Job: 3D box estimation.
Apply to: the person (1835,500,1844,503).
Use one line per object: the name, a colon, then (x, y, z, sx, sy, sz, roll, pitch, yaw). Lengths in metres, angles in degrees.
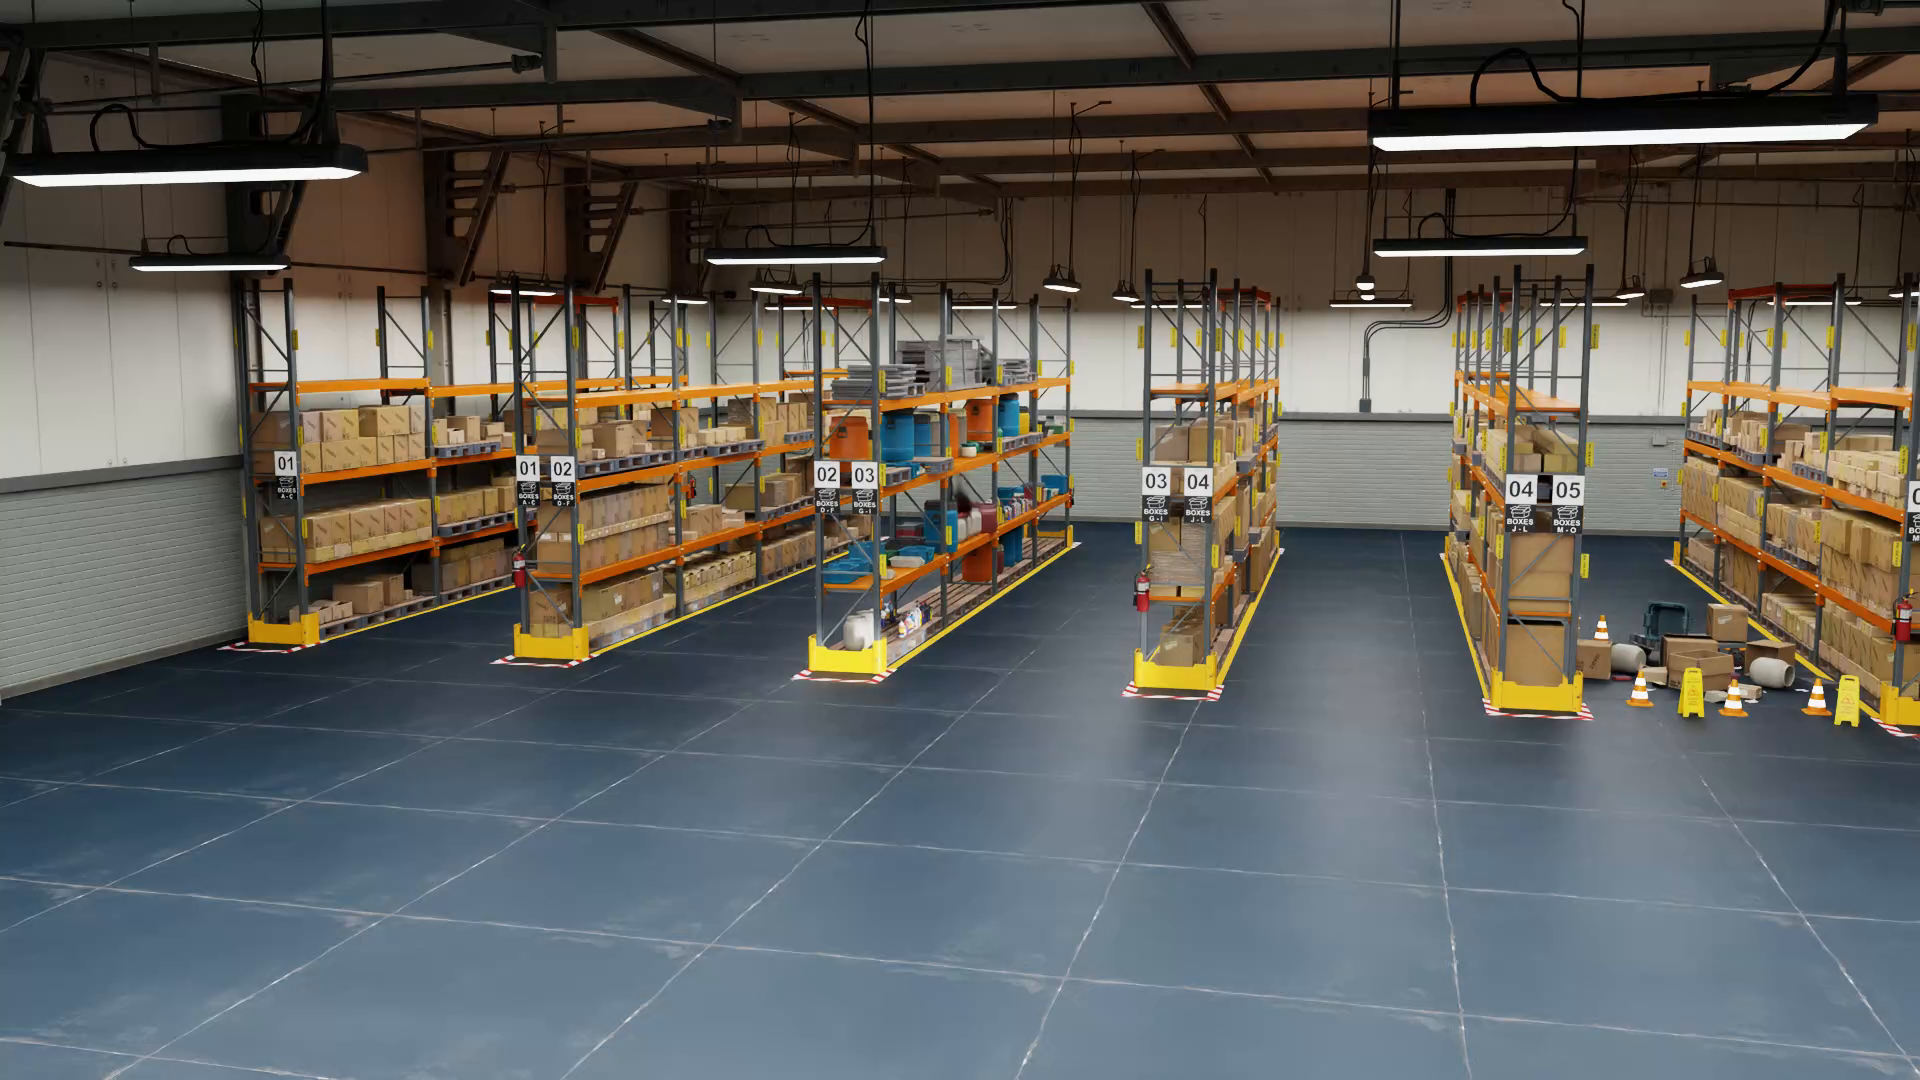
person: (18.198, 0.012, 34.469, 0.477, 1.752, 0.560, 3, 8, 26)

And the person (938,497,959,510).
person: (-0.314, -0.383, 37.569, 0.559, 1.746, 0.994, 2, 7, 14)
